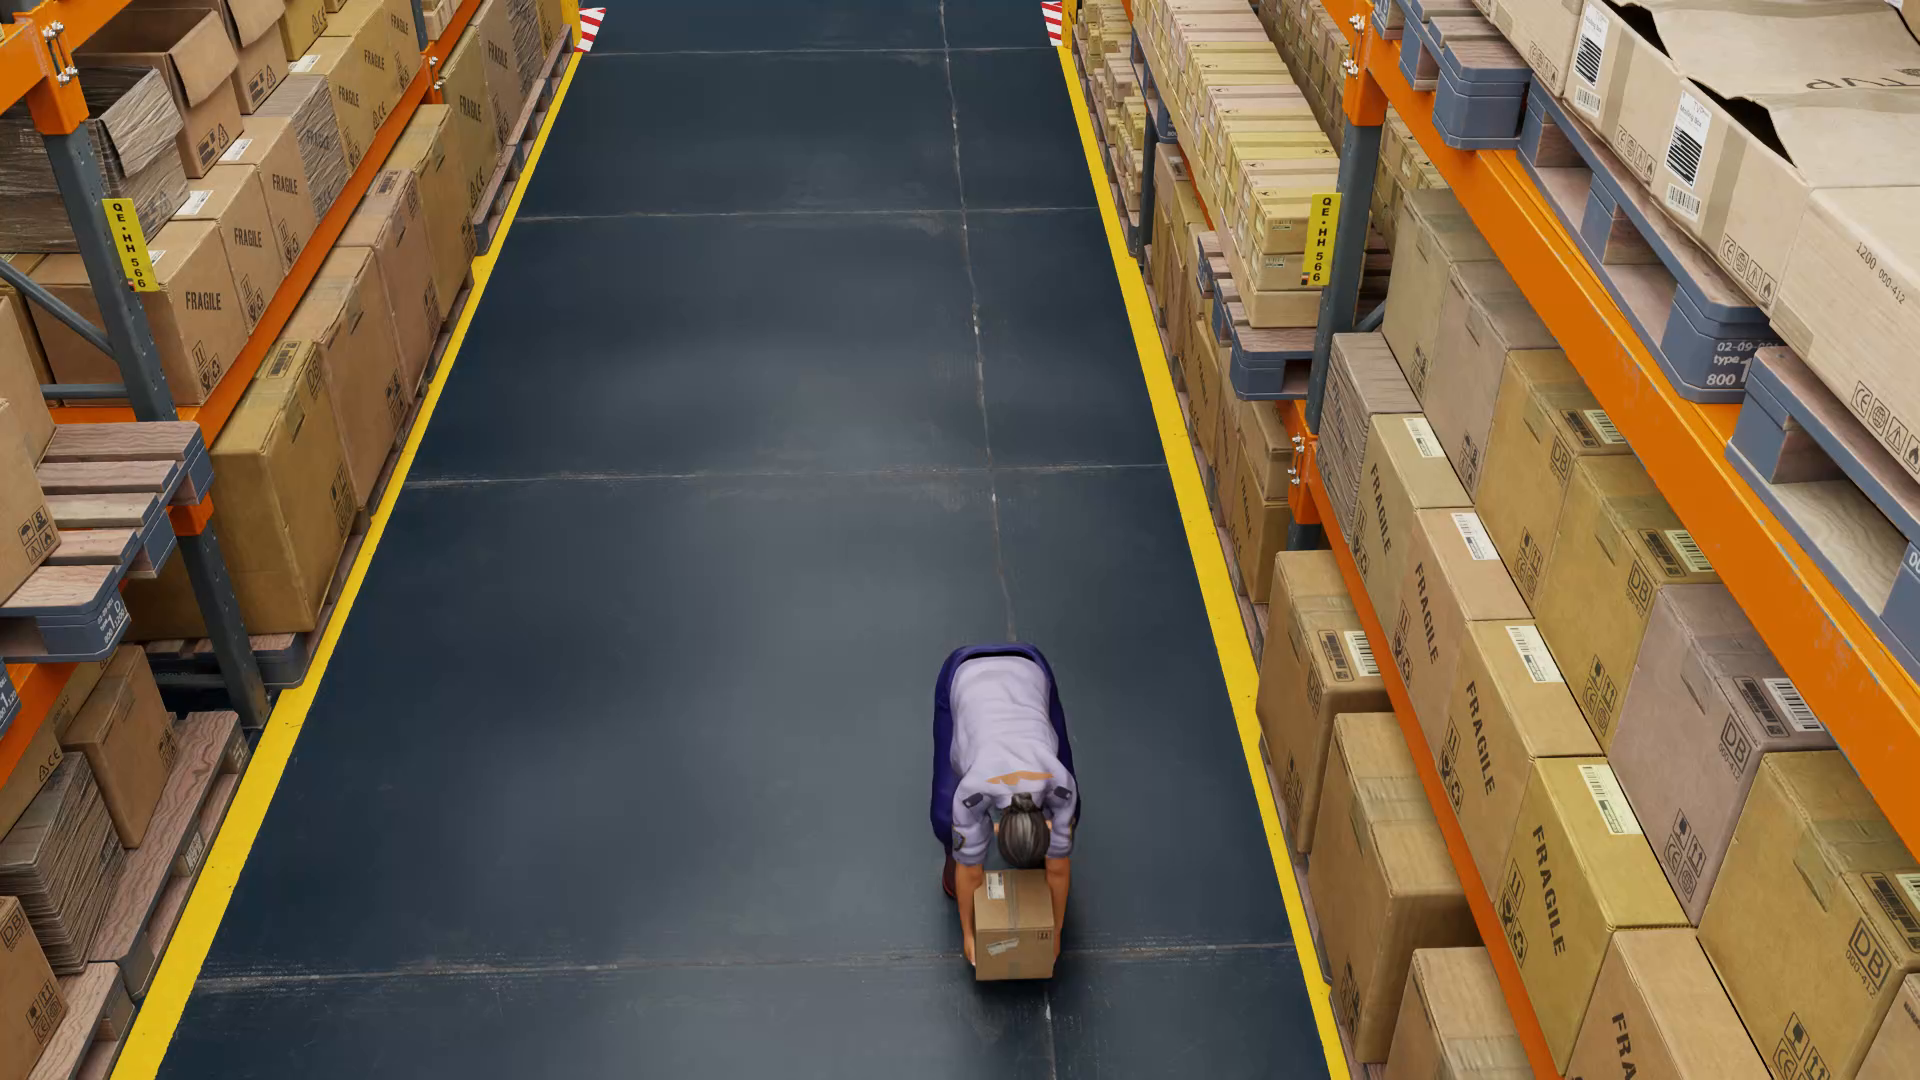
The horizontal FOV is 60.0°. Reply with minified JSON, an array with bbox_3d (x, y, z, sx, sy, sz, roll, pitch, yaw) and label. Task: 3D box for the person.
[{"bbox_3d":[0.149,0.901,5.522,0.492,0.921,0.903,-3,36,-5],"label":"person"}]
